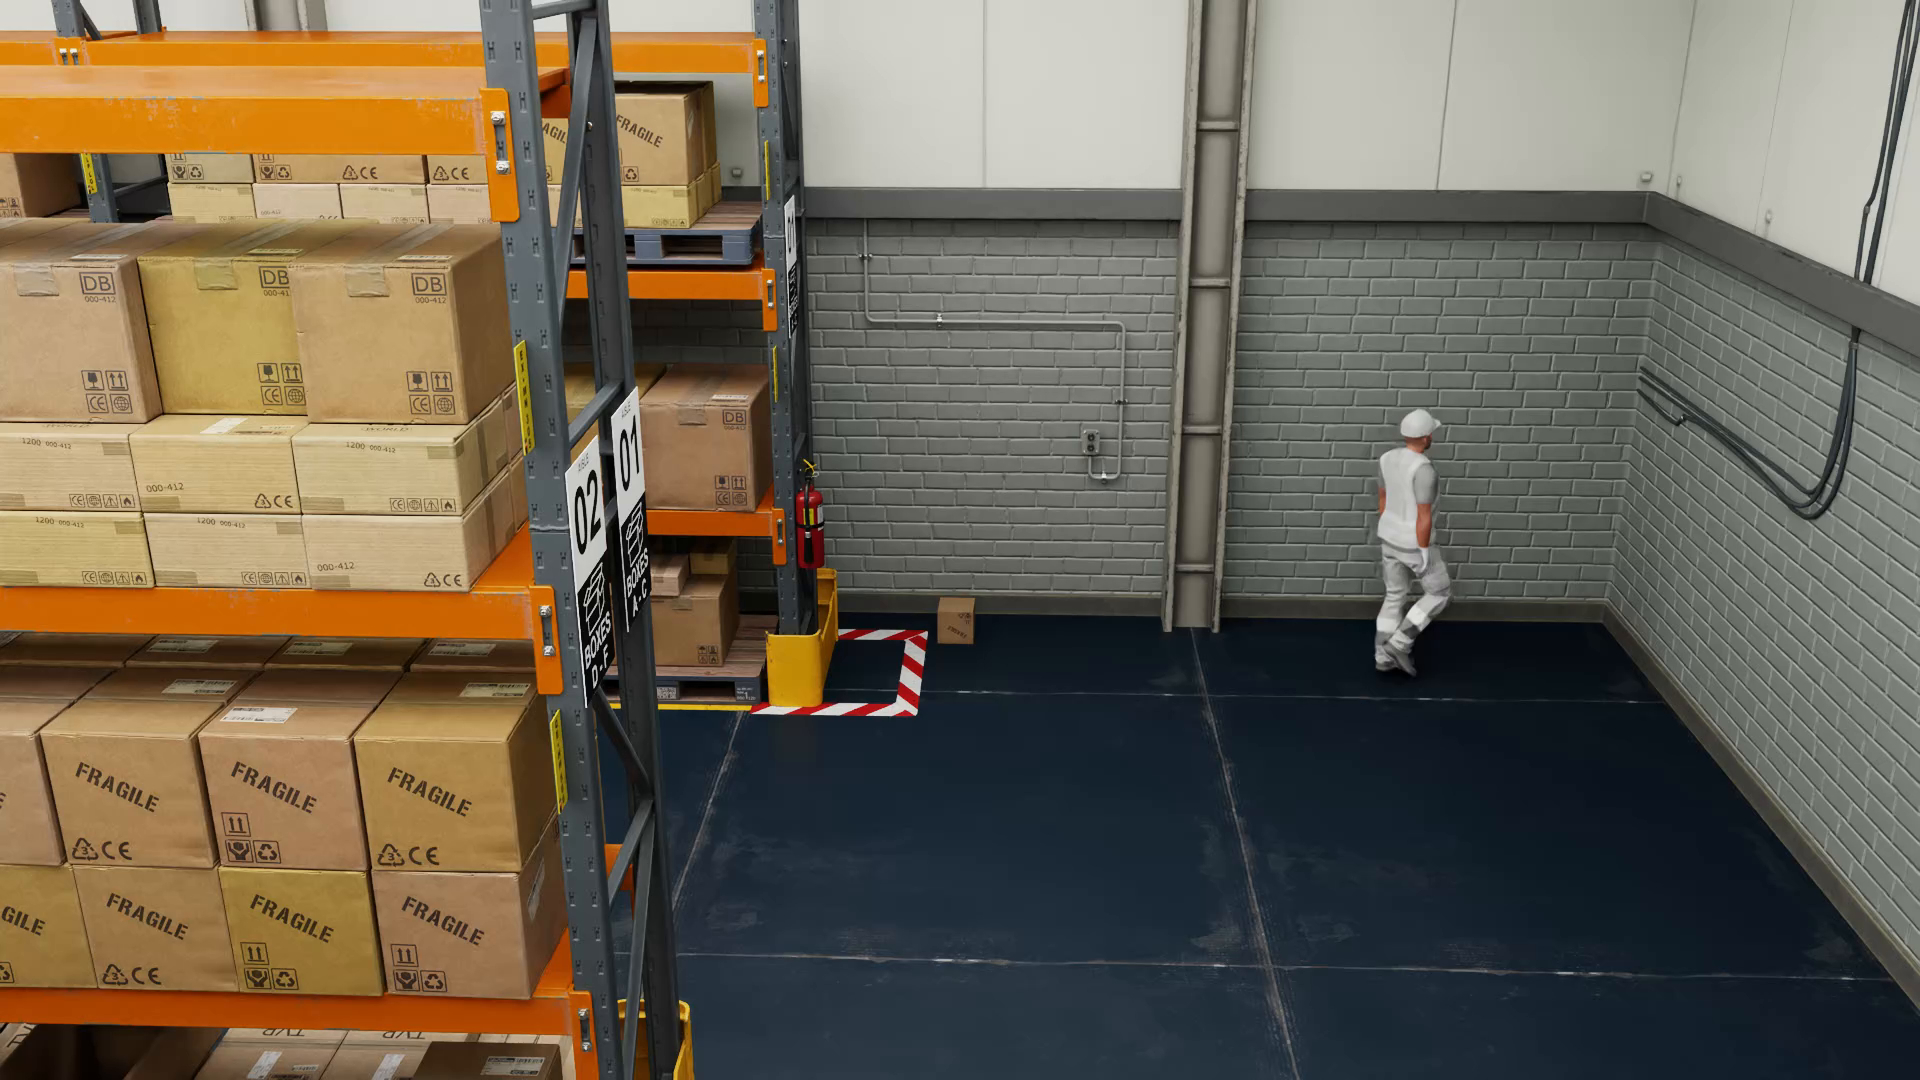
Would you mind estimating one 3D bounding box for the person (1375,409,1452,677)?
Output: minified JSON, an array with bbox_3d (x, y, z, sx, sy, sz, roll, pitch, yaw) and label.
[{"bbox_3d":[2.952,0.010,10.921,0.454,1.783,0.582,-9,22,-22],"label":"person"}]
